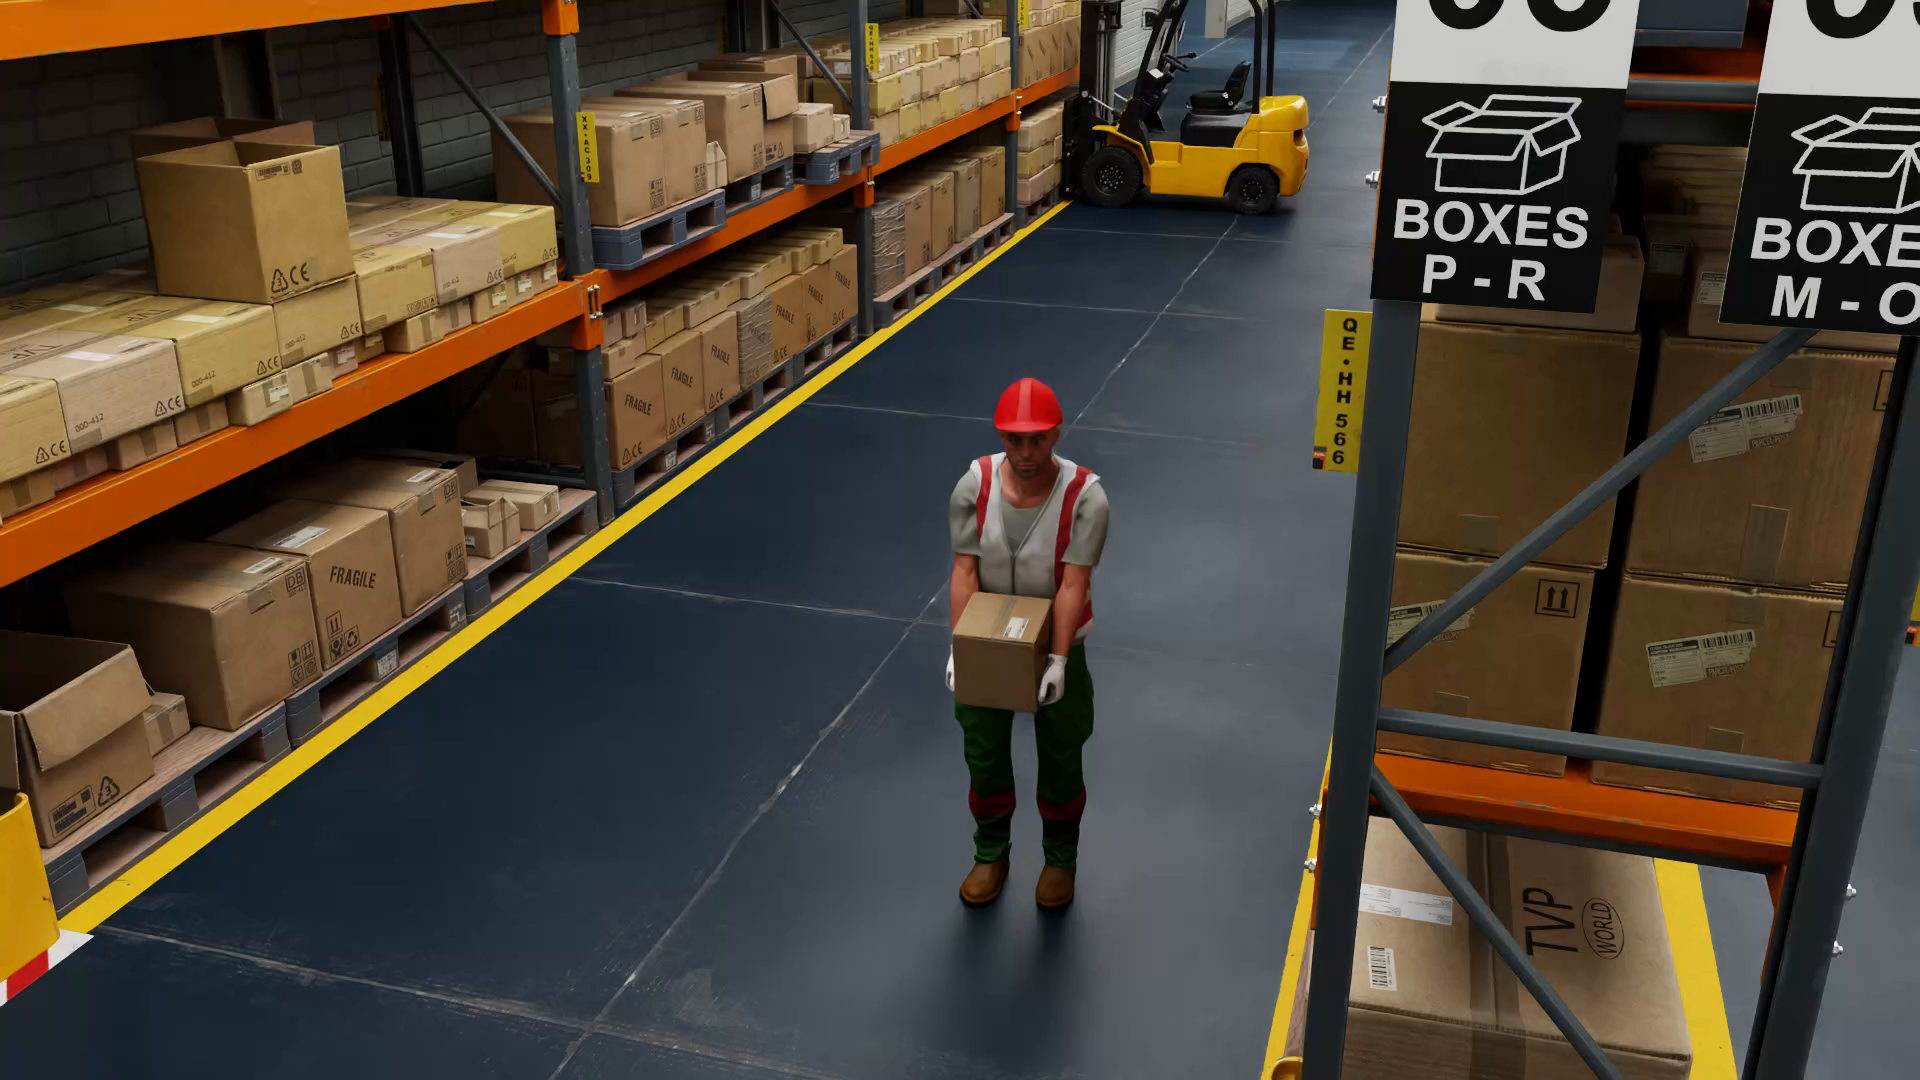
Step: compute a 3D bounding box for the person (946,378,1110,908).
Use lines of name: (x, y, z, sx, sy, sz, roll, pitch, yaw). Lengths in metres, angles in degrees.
person: (0.199, 0.350, 5.200, 0.493, 1.770, 0.576, 6, 22, 14)
